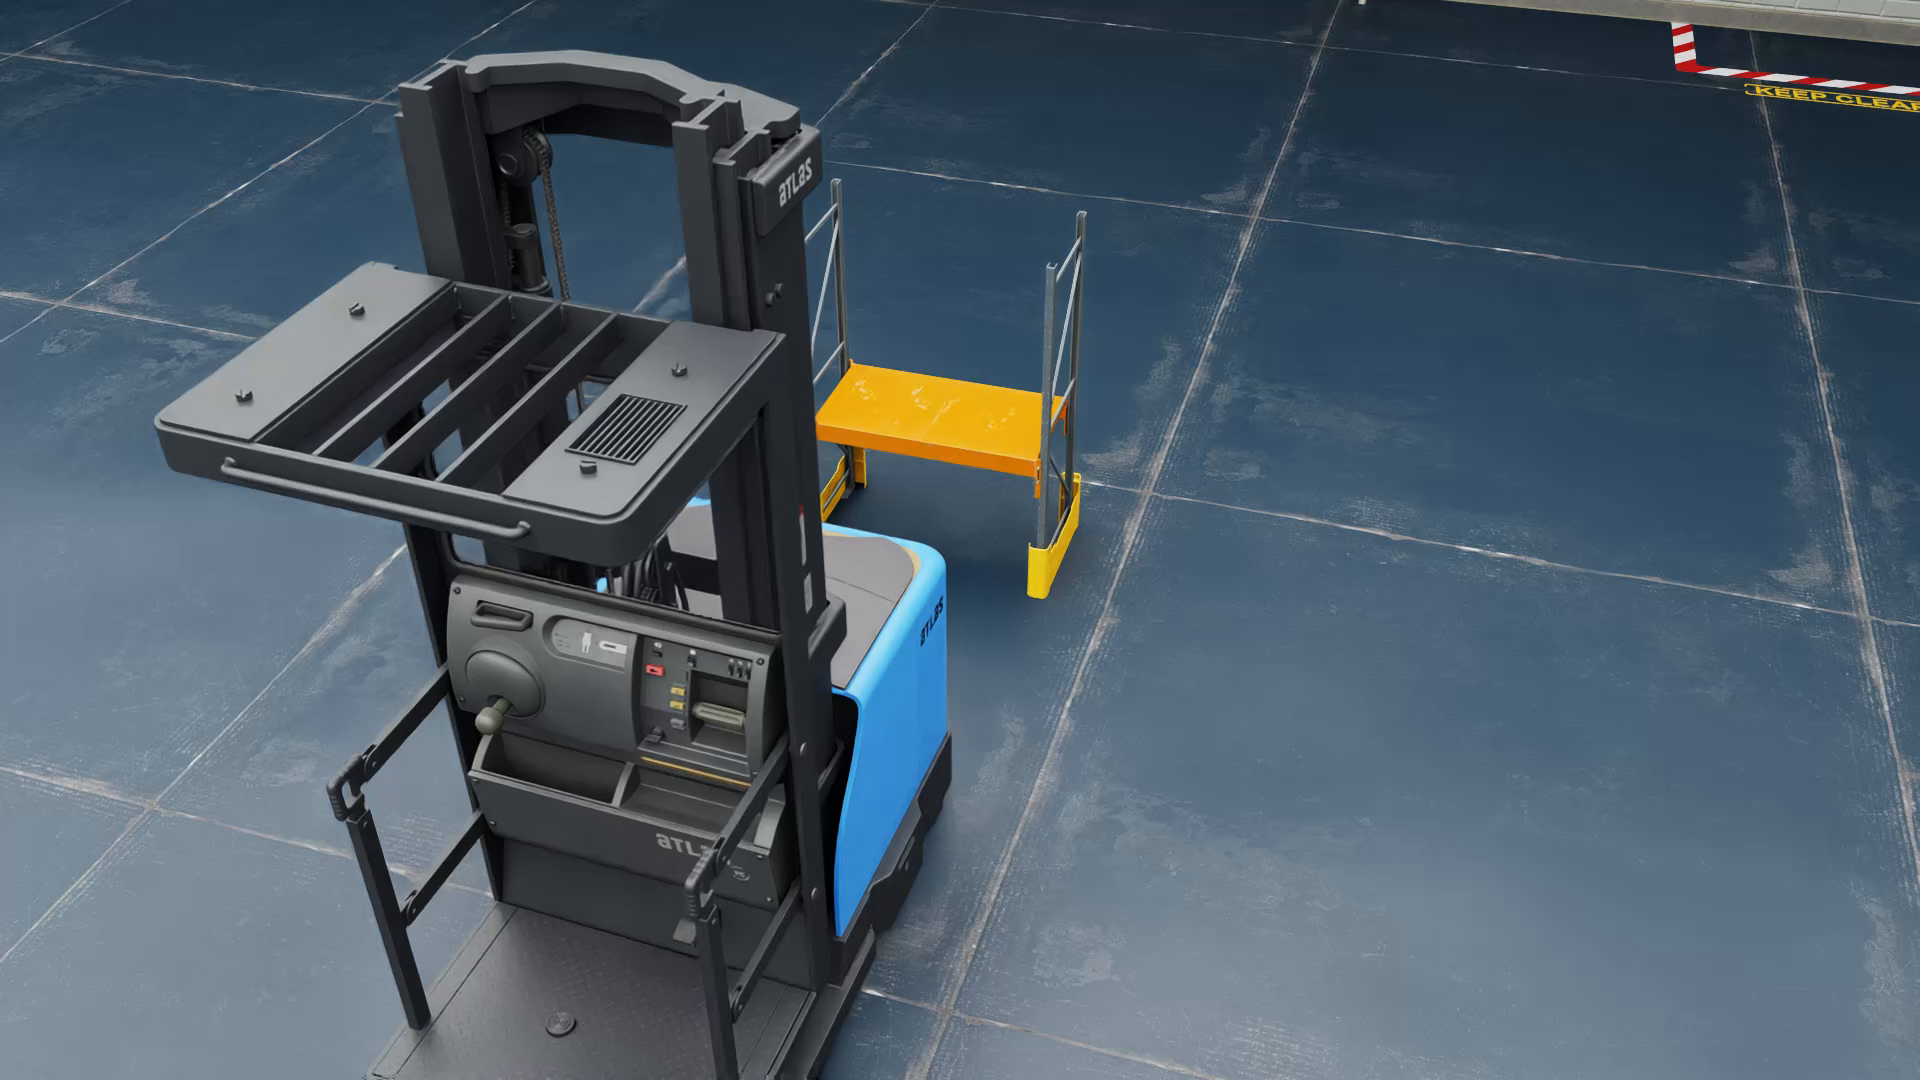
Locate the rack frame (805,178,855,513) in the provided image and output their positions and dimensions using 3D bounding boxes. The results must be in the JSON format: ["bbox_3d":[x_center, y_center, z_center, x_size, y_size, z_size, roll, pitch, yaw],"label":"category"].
[{"bbox_3d":[-0.567,-0.709,6.948,0.032,1.500,0.500,10,38,14],"label":"rack frame"}]

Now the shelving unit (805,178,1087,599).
[{"bbox_3d":[-0.073,-0.618,6.824,1.083,1.500,0.587,10,38,14],"label":"shelving unit"}]

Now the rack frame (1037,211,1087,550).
[{"bbox_3d":[0.404,-0.529,6.704,0.032,1.500,0.500,10,38,14],"label":"rack frame"}]

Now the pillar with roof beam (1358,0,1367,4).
[{"bbox_3d":[1.719,-5.466,7.085,0.400,9.000,9.100,10,38,14],"label":"pillar with roof beam"}]

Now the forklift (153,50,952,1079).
[{"bbox_3d":[-0.994,0.438,4.182,1.130,2.935,3.031,12,38,15],"label":"forklift"}]

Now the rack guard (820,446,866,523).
[{"bbox_3d":[-0.548,-0.202,7.314,0.087,0.250,0.587,10,38,14],"label":"rack guard"}]

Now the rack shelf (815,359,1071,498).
[{"bbox_3d":[-0.081,-0.474,6.933,1.000,0.185,0.538,10,38,14],"label":"rack shelf"}]

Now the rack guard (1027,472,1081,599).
[{"bbox_3d":[0.403,-0.026,7.075,0.087,0.250,0.587,10,38,14],"label":"rack guard"}]
